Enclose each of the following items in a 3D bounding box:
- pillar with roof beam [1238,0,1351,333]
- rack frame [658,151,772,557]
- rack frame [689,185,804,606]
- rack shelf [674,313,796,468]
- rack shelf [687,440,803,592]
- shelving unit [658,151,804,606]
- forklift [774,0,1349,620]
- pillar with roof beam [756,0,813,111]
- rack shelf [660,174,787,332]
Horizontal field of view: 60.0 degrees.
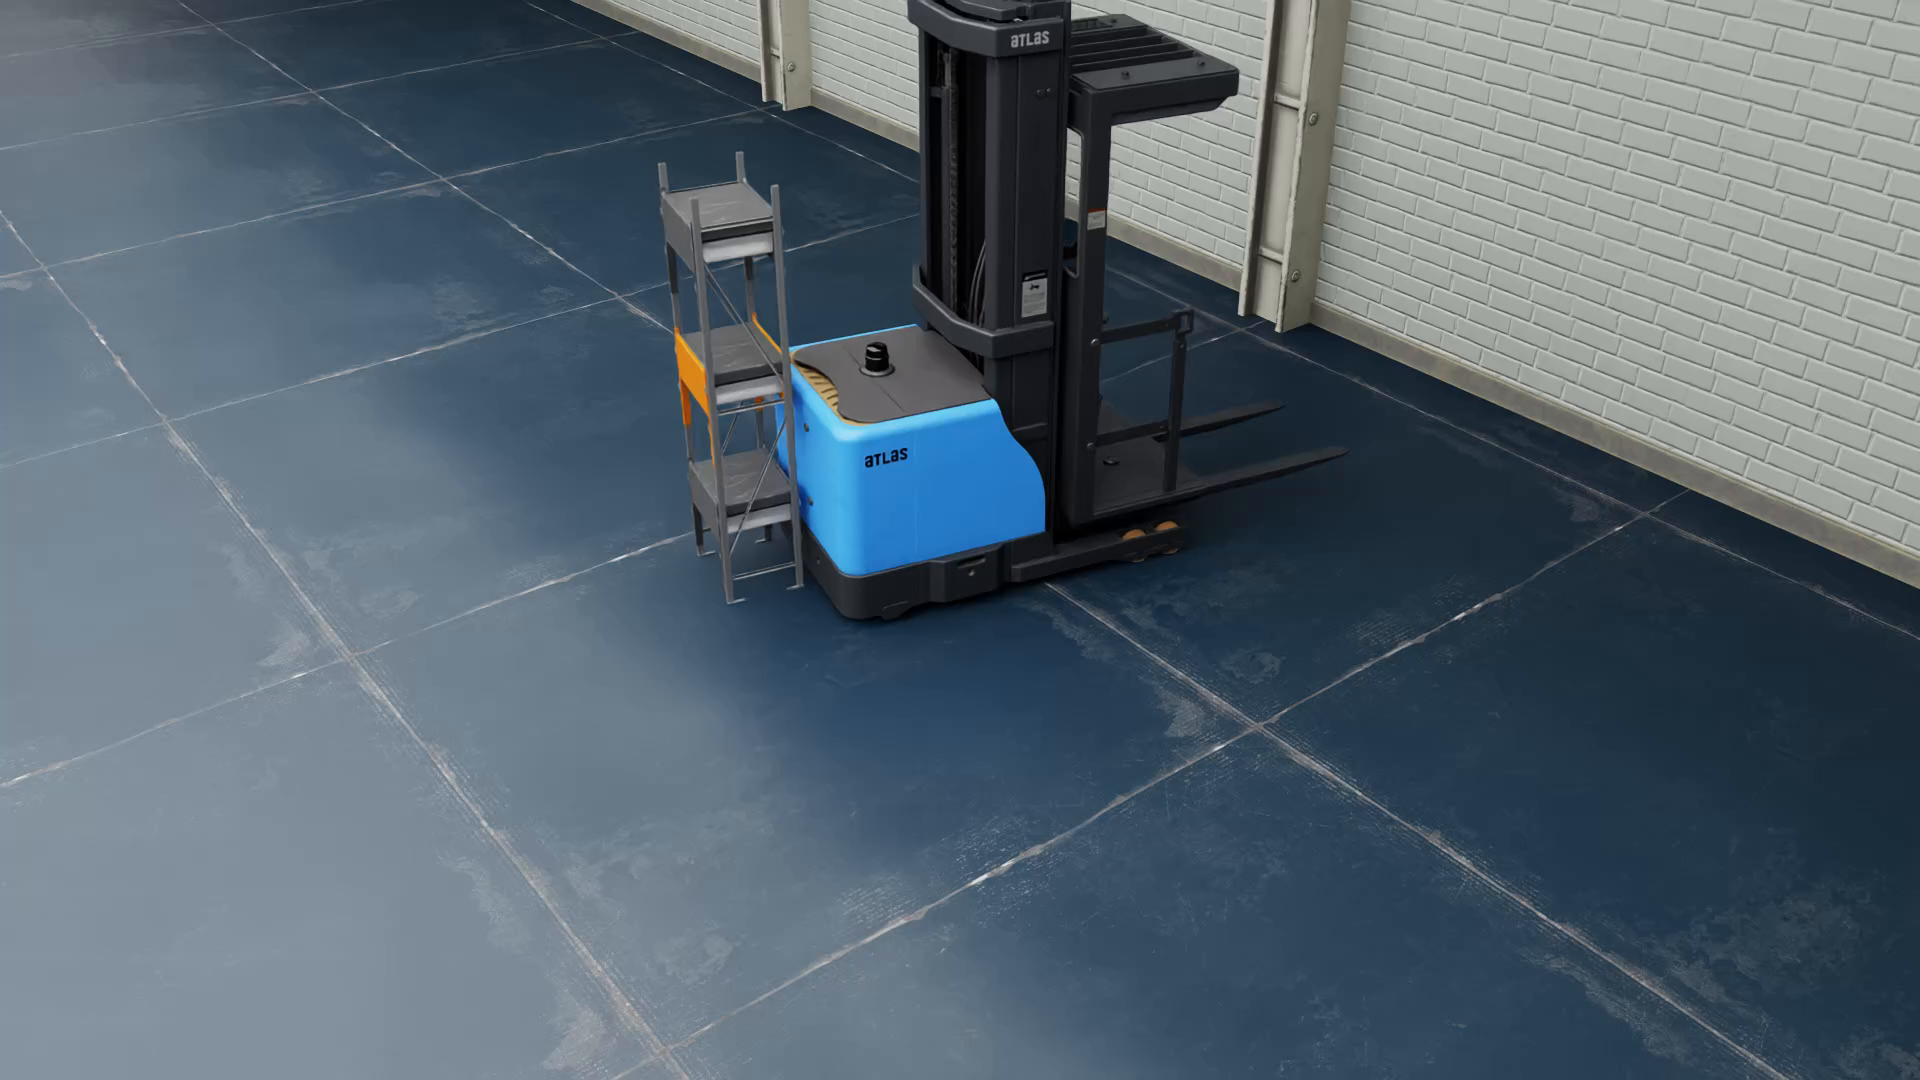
[{"bbox_3d":[-1.290,-3.924,6.539,9.100,9.000,0.400,-22,38,-31],"label":"pillar with roof beam"},{"bbox_3d":[-1.176,-0.848,8.124,0.400,2.100,0.015,-14,34,-21],"label":"rack frame"},{"bbox_3d":[-0.972,-0.614,7.748,0.400,2.100,0.015,-14,34,-21],"label":"rack frame"},{"bbox_3d":[-1.074,-0.720,7.943,0.431,0.518,0.480,-14,34,-21],"label":"rack shelf"},{"bbox_3d":[-1.072,-0.125,8.313,0.431,0.518,0.480,-14,34,-21],"label":"rack shelf"},{"bbox_3d":[-1.074,-0.731,7.936,0.431,2.100,0.503,-14,34,-21],"label":"shelving unit"},{"bbox_3d":[0.618,-1.369,8.176,3.031,2.935,1.130,-14,34,-21],"label":"forklift"},{"bbox_3d":[-4.969,-6.424,10.565,9.100,9.000,0.400,-22,38,-31],"label":"pillar with roof beam"},{"bbox_3d":[-1.076,-1.314,7.573,0.431,0.518,0.480,-14,34,-21],"label":"rack shelf"}]
